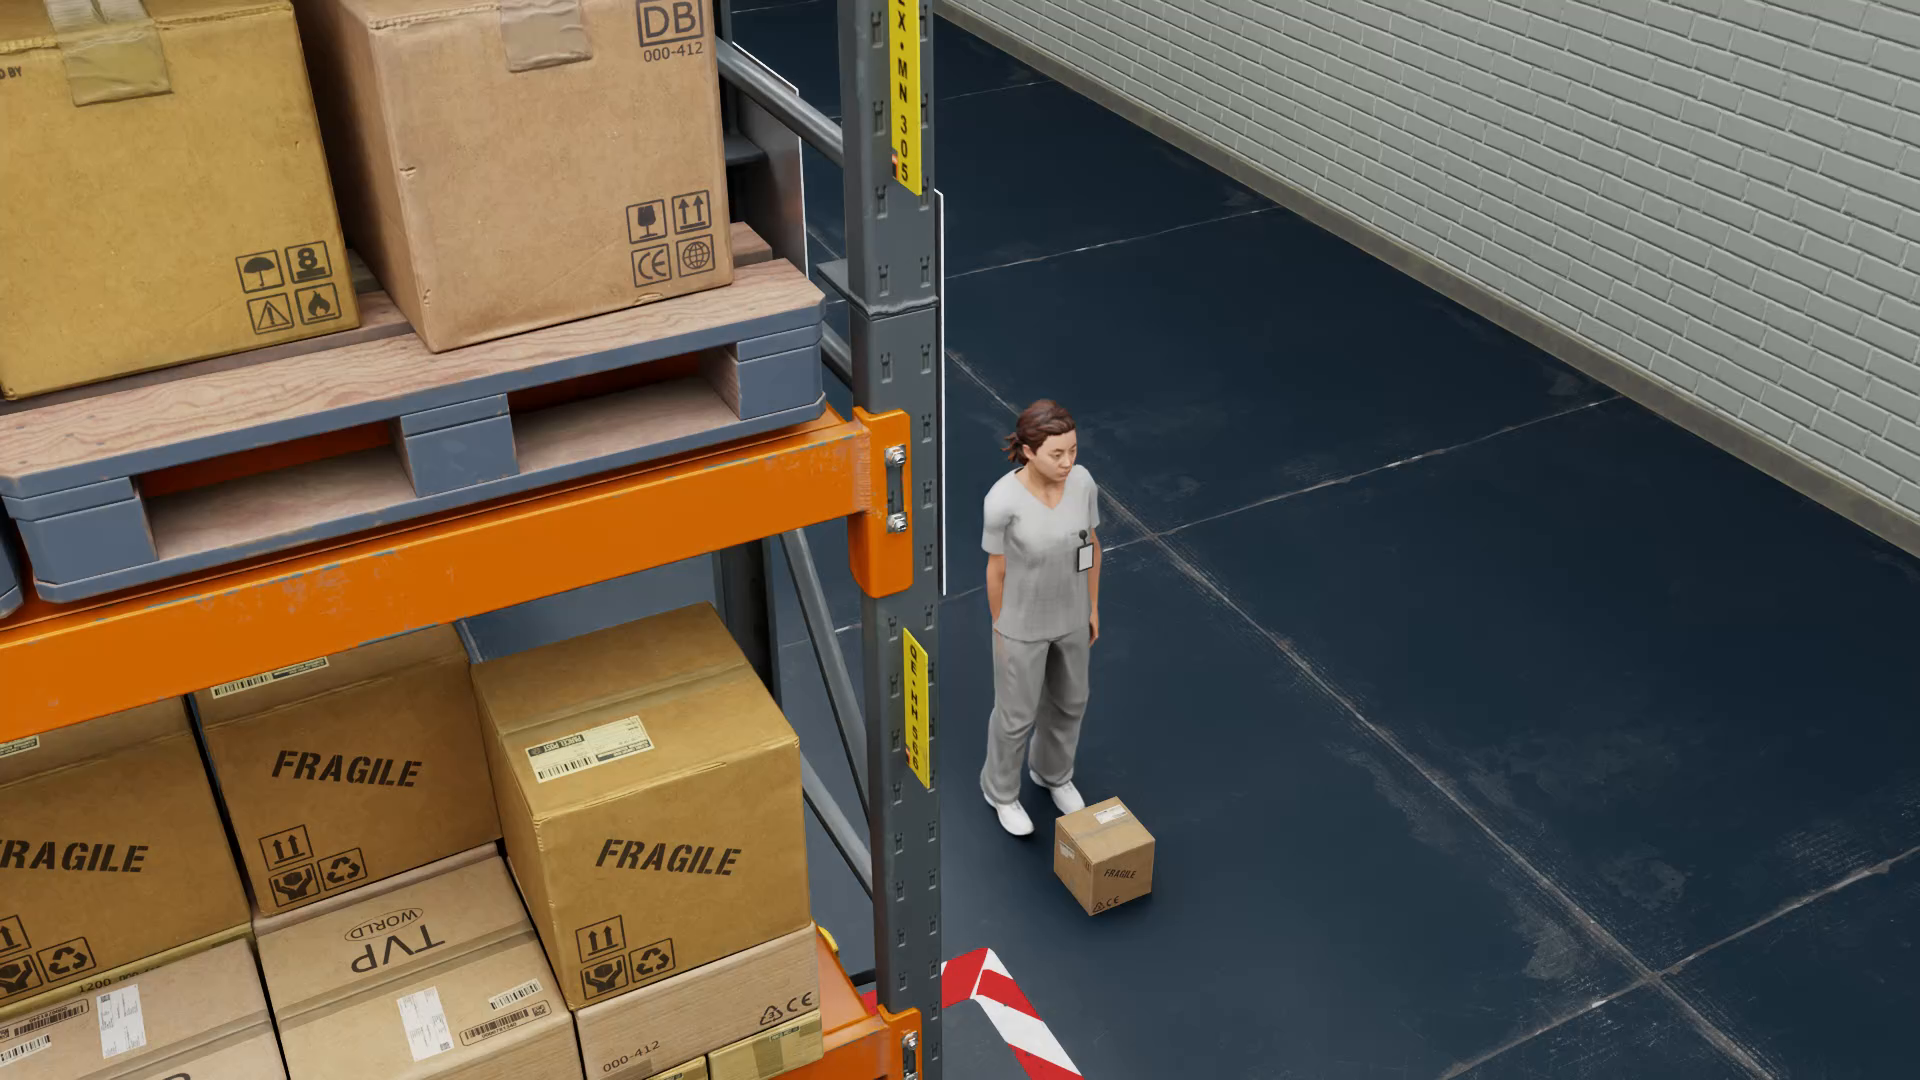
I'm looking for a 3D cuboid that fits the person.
[{"bbox_3d":[0.281,0.269,5.740,0.438,1.674,0.364,-15,36,-22],"label":"person"}]
